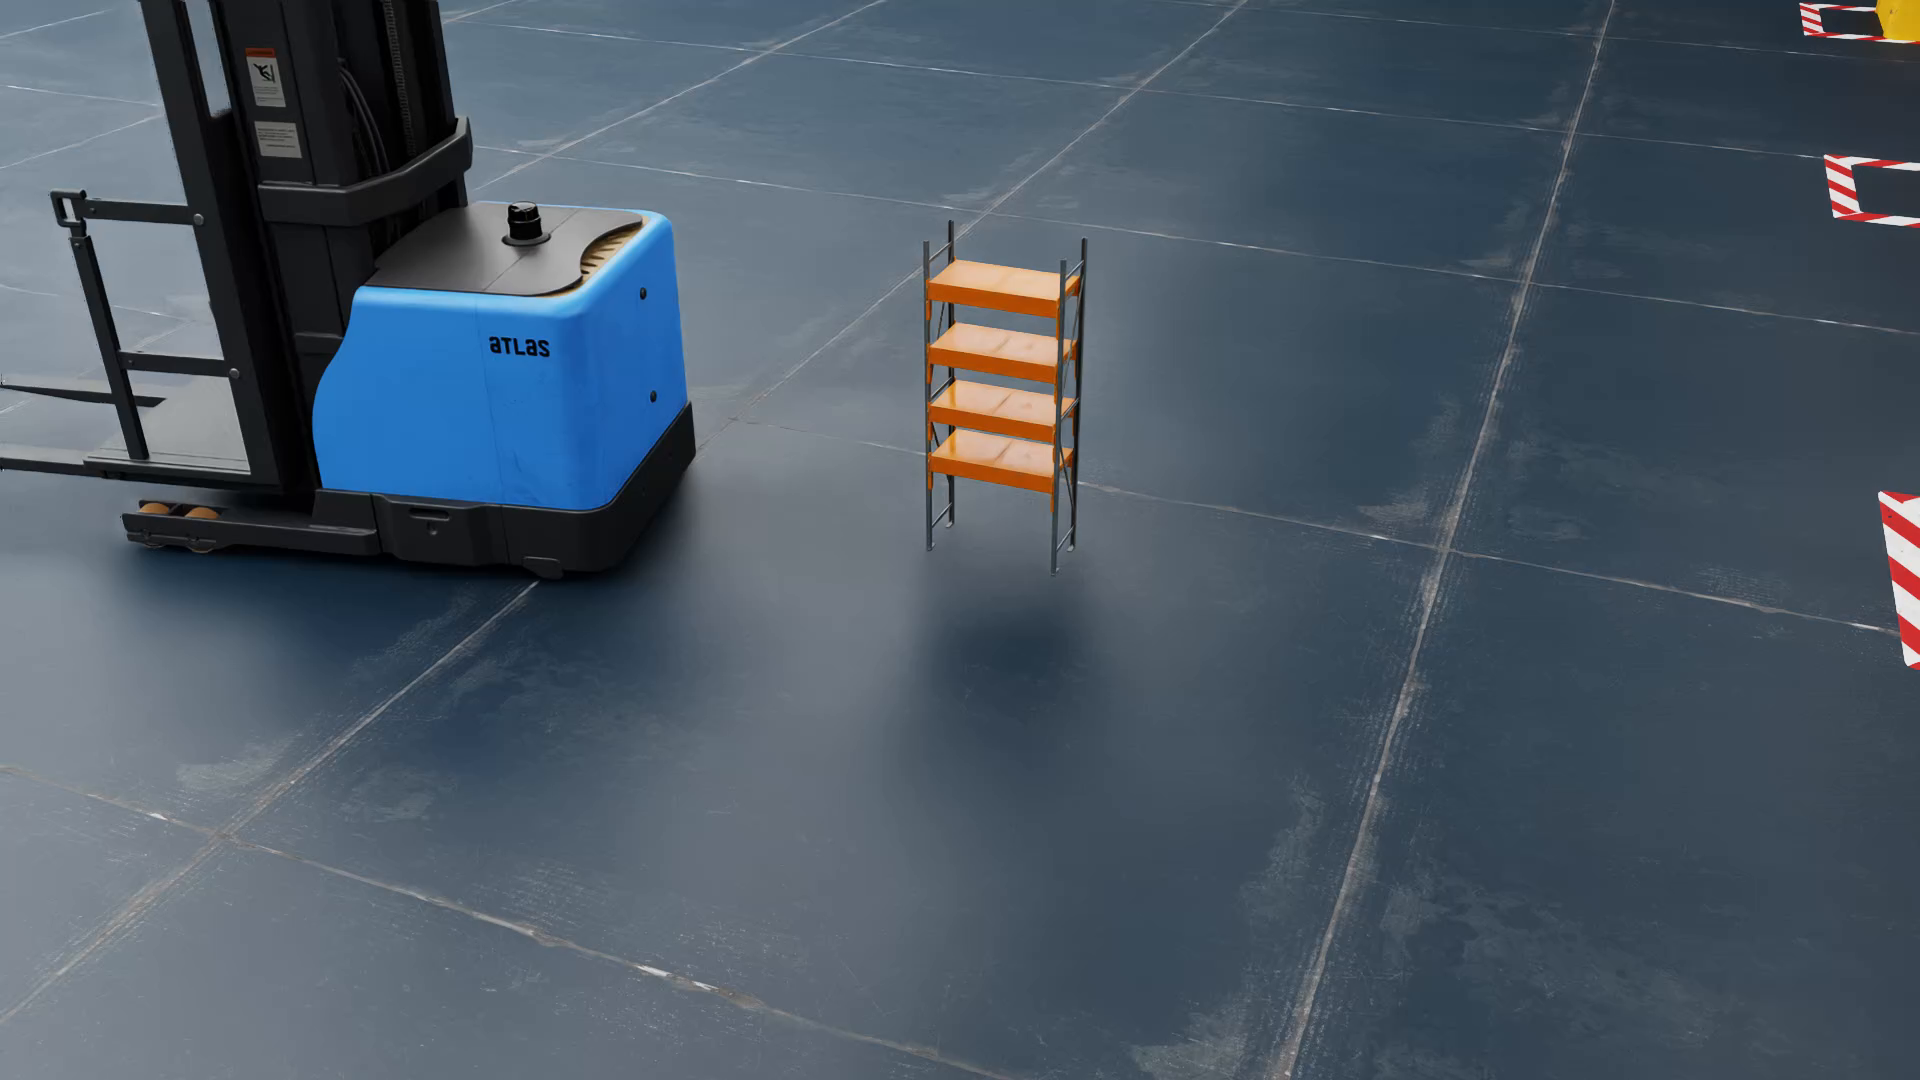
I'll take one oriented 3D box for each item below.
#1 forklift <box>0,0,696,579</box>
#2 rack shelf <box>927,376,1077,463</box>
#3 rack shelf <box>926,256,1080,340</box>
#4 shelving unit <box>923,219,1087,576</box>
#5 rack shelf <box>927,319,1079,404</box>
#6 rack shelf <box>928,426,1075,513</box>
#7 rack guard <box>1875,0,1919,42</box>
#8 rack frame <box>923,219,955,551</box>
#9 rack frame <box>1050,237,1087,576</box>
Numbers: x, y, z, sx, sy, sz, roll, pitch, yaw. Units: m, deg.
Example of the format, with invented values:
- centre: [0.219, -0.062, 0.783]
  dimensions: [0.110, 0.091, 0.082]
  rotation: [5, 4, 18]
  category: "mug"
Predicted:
- centre: [-2.632, -1.477, 5.884]
  dimensions: [3.031, 2.935, 1.130]
  rotation: [5, 30, 9]
  category: "forklift"
- centre: [0.153, -0.433, 5.934]
  dimensions: [0.480, 0.148, 0.258]
  rotation: [11, 31, 19]
  category: "rack shelf"
- centre: [0.153, -0.834, 5.707]
  dimensions: [0.480, 0.148, 0.258]
  rotation: [11, 31, 19]
  category: "rack shelf"
- centre: [0.153, -0.492, 5.901]
  dimensions: [0.503, 1.200, 0.258]
  rotation: [11, 31, 19]
  category: "shelving unit"
- centre: [0.153, -0.628, 5.824]
  dimensions: [0.480, 0.148, 0.258]
  rotation: [11, 31, 19]
  category: "rack shelf"
- centre: [0.153, -0.260, 6.031]
  dimensions: [0.480, 0.148, 0.258]
  rotation: [11, 31, 19]
  category: "rack shelf"
- centre: [7.821, -4.487, 13.680]
  dimensions: [0.348, 0.500, 1.175]
  rotation: [11, 31, 19]
  category: "rack guard"
- centre: [-0.073, -0.537, 5.980]
  dimensions: [0.015, 1.200, 0.240]
  rotation: [11, 31, 19]
  category: "rack frame"
- centre: [0.380, -0.447, 5.821]
  dimensions: [0.015, 1.200, 0.240]
  rotation: [11, 31, 19]
  category: "rack frame"
